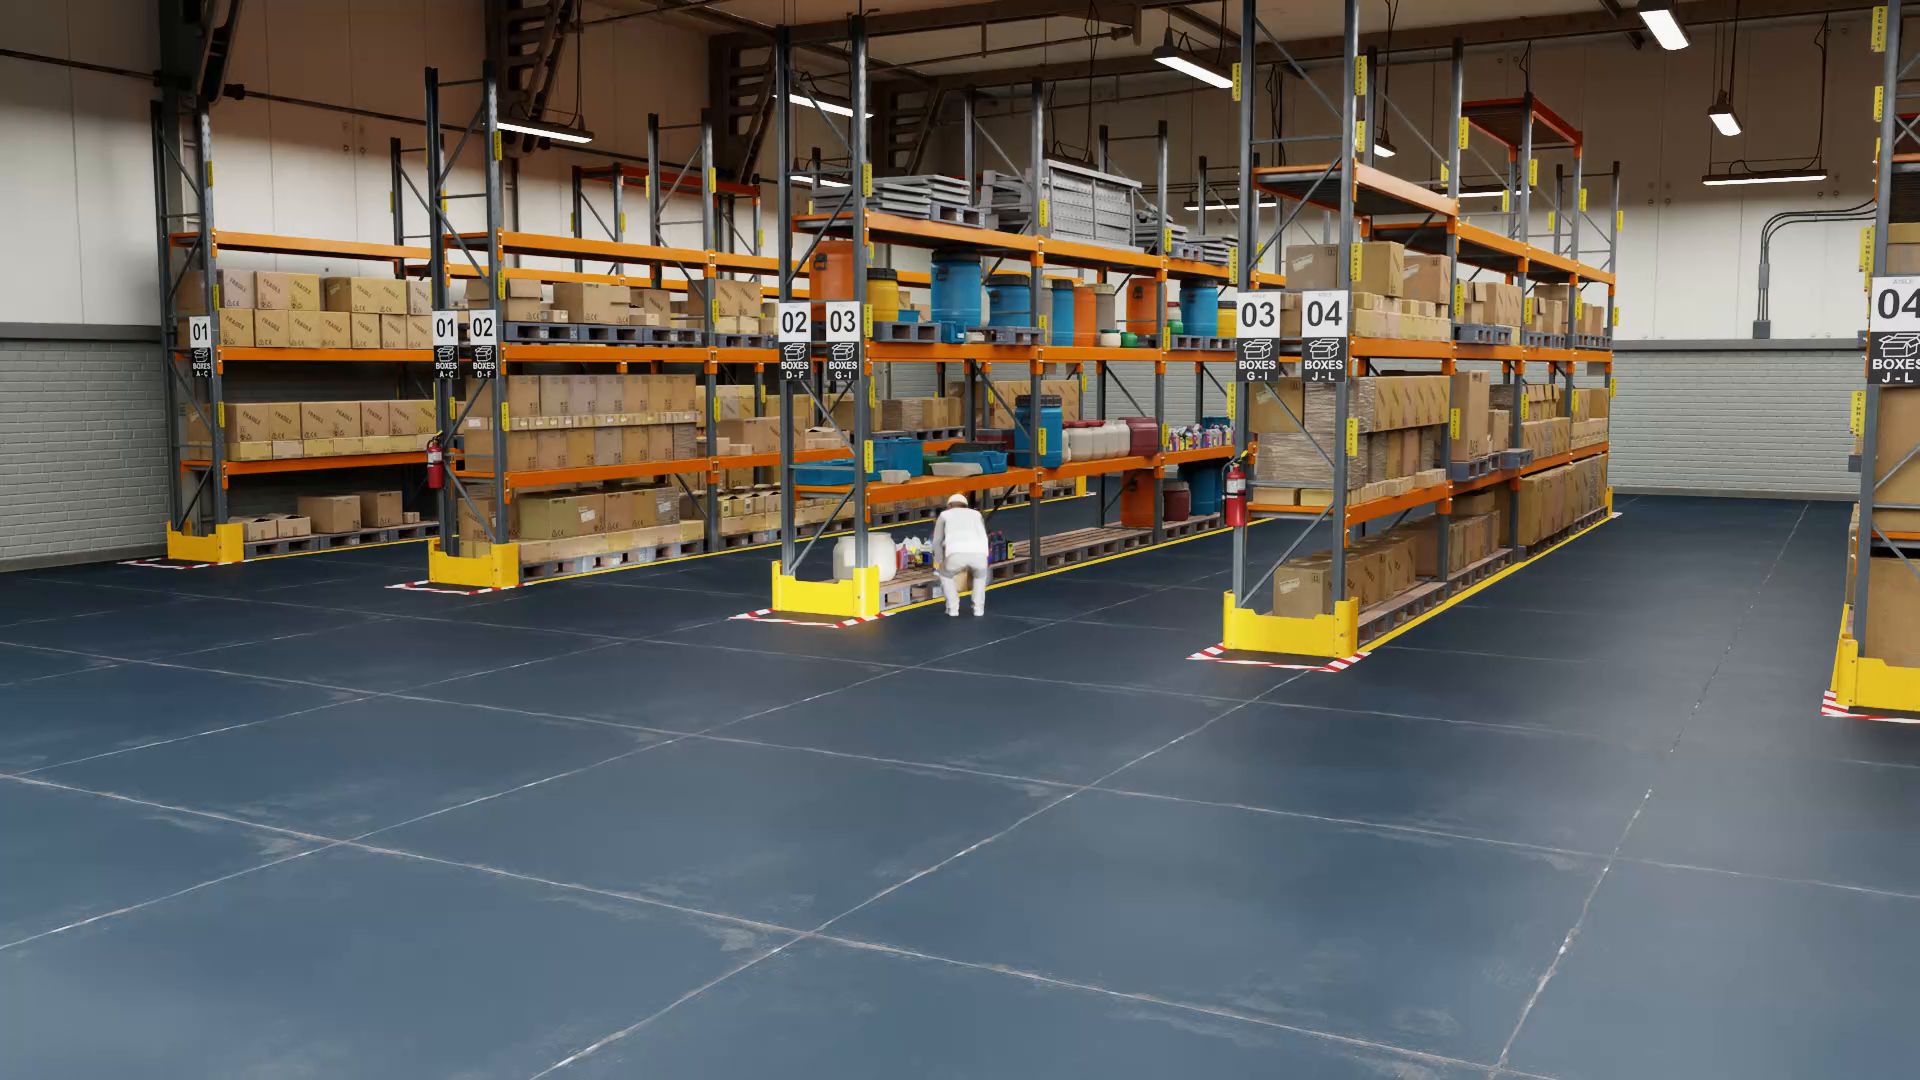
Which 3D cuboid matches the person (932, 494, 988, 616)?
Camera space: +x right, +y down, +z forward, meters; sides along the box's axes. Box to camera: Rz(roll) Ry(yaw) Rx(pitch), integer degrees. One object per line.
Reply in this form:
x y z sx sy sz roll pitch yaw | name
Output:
0.007 0.151 17.233 0.573 1.223 0.843 0 6 -4 | person
